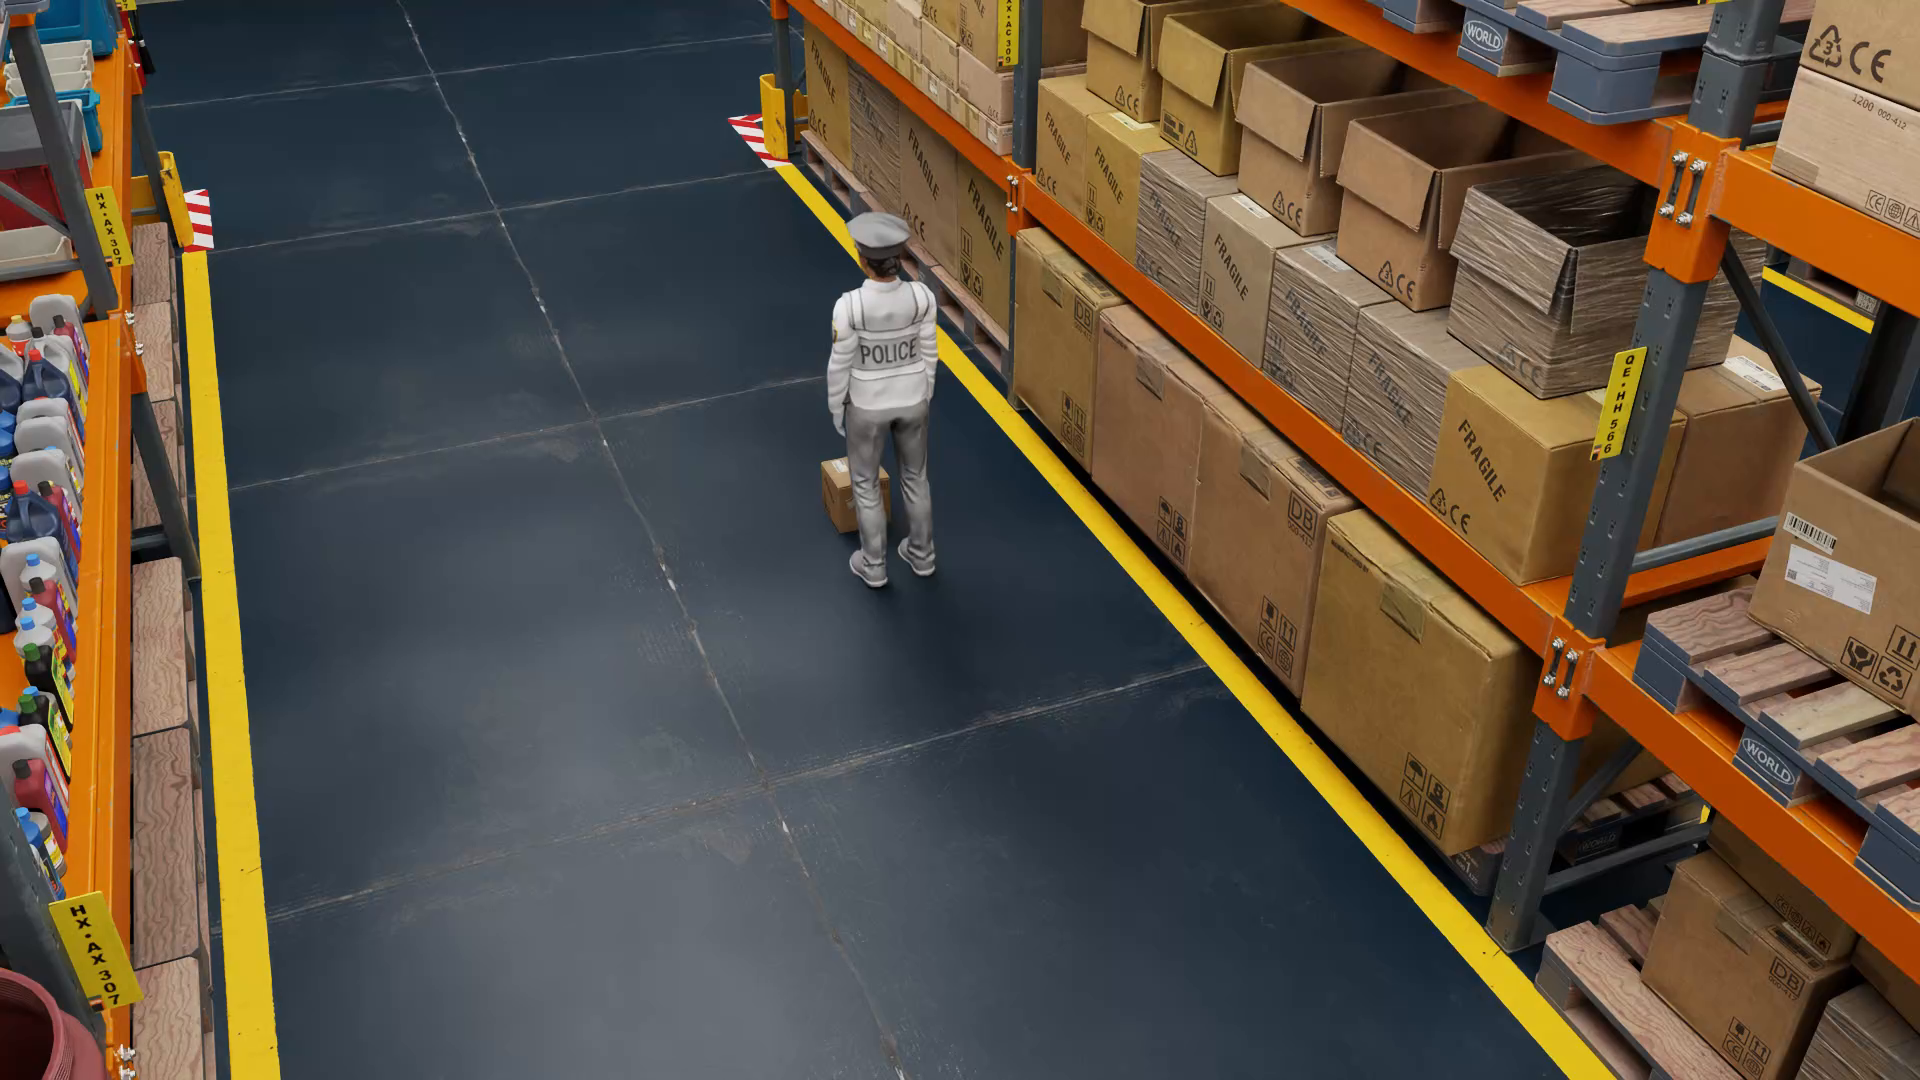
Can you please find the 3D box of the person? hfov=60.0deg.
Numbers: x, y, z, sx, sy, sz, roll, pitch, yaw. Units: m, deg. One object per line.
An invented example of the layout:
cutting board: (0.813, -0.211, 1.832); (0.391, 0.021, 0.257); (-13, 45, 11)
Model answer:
person: (-0.327, -0.565, 6.994); (0.469, 1.665, 0.328); (-12, 35, -17)
